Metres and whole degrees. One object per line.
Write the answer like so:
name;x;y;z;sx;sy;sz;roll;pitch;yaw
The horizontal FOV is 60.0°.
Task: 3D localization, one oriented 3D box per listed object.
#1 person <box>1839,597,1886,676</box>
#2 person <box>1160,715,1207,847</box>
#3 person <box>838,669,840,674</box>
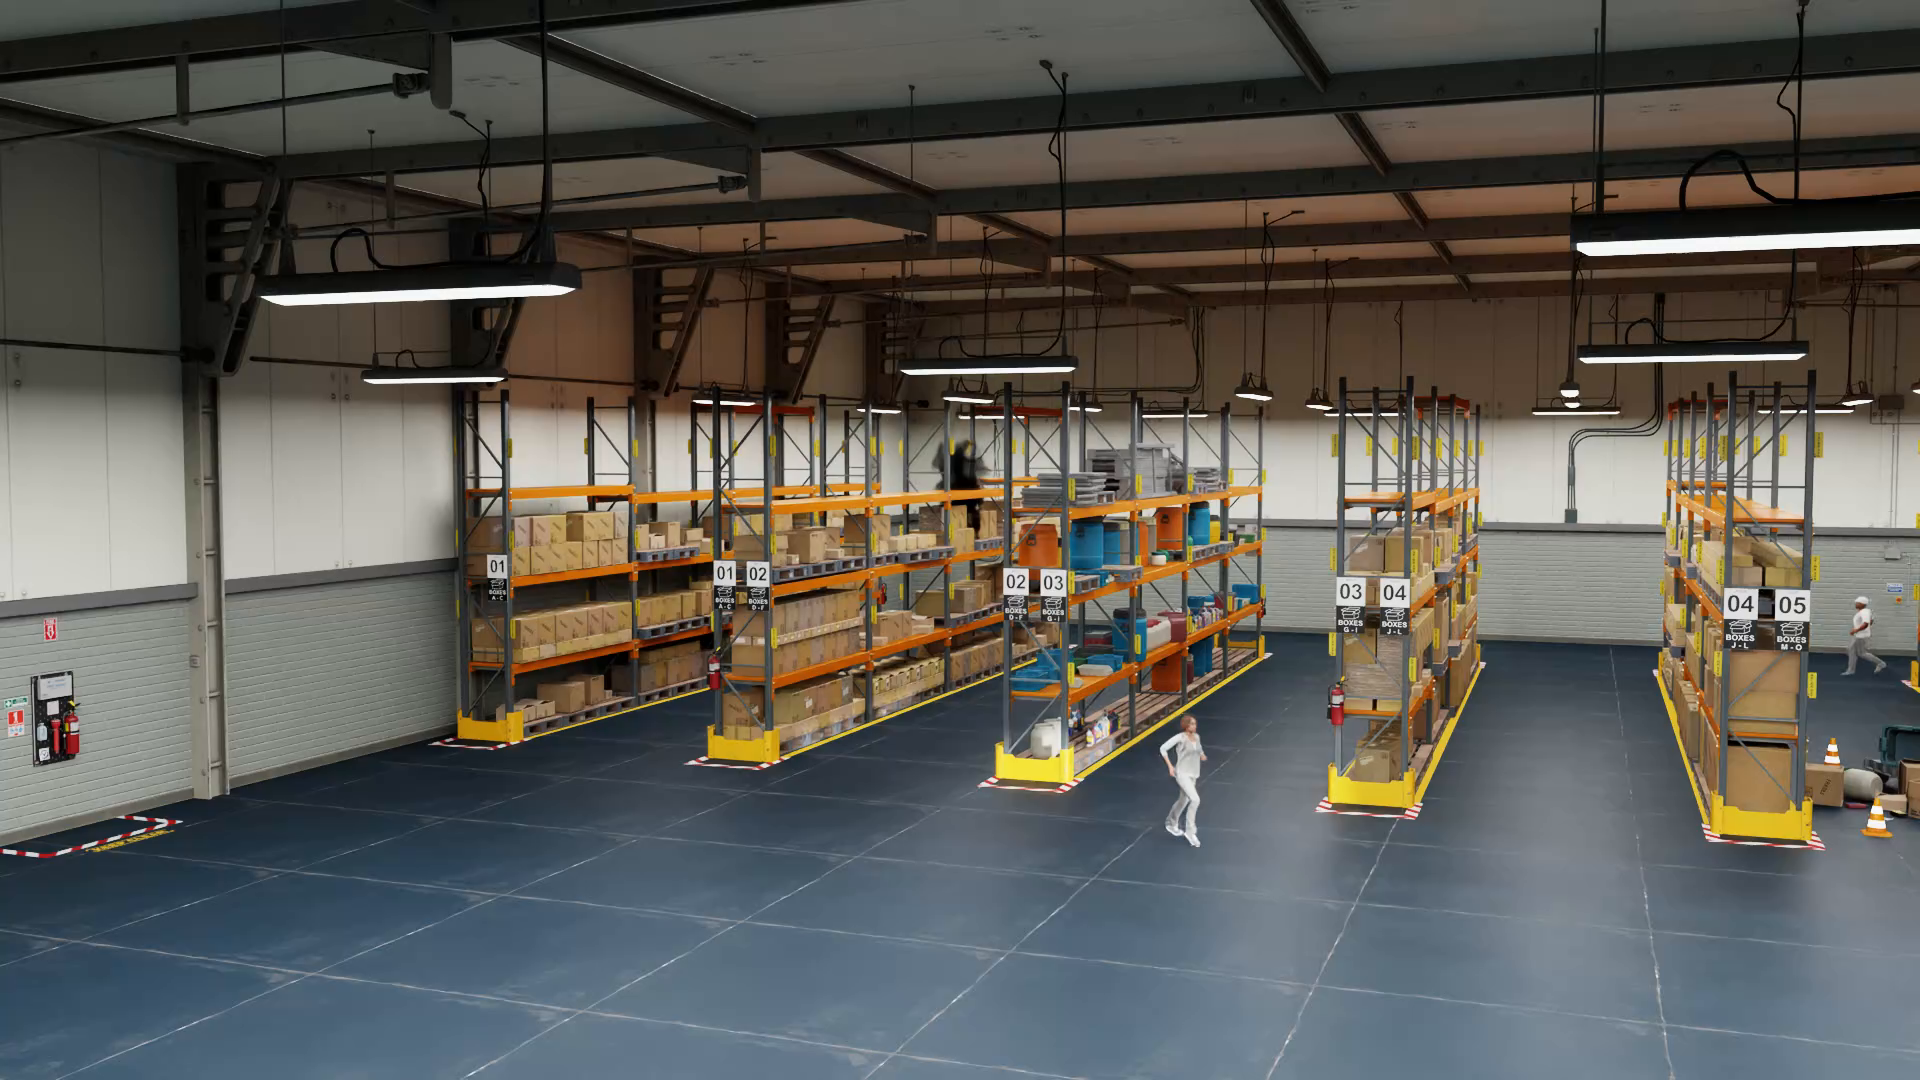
person;19.822;2.127;36.468;0.905;1.774;0.723;1;3;24
person;2.871;3.031;21.121;0.518;1.634;0.680;-3;4;-44
person;-2.688;2.178;35.773;0.602;1.645;0.913;1;3;13
